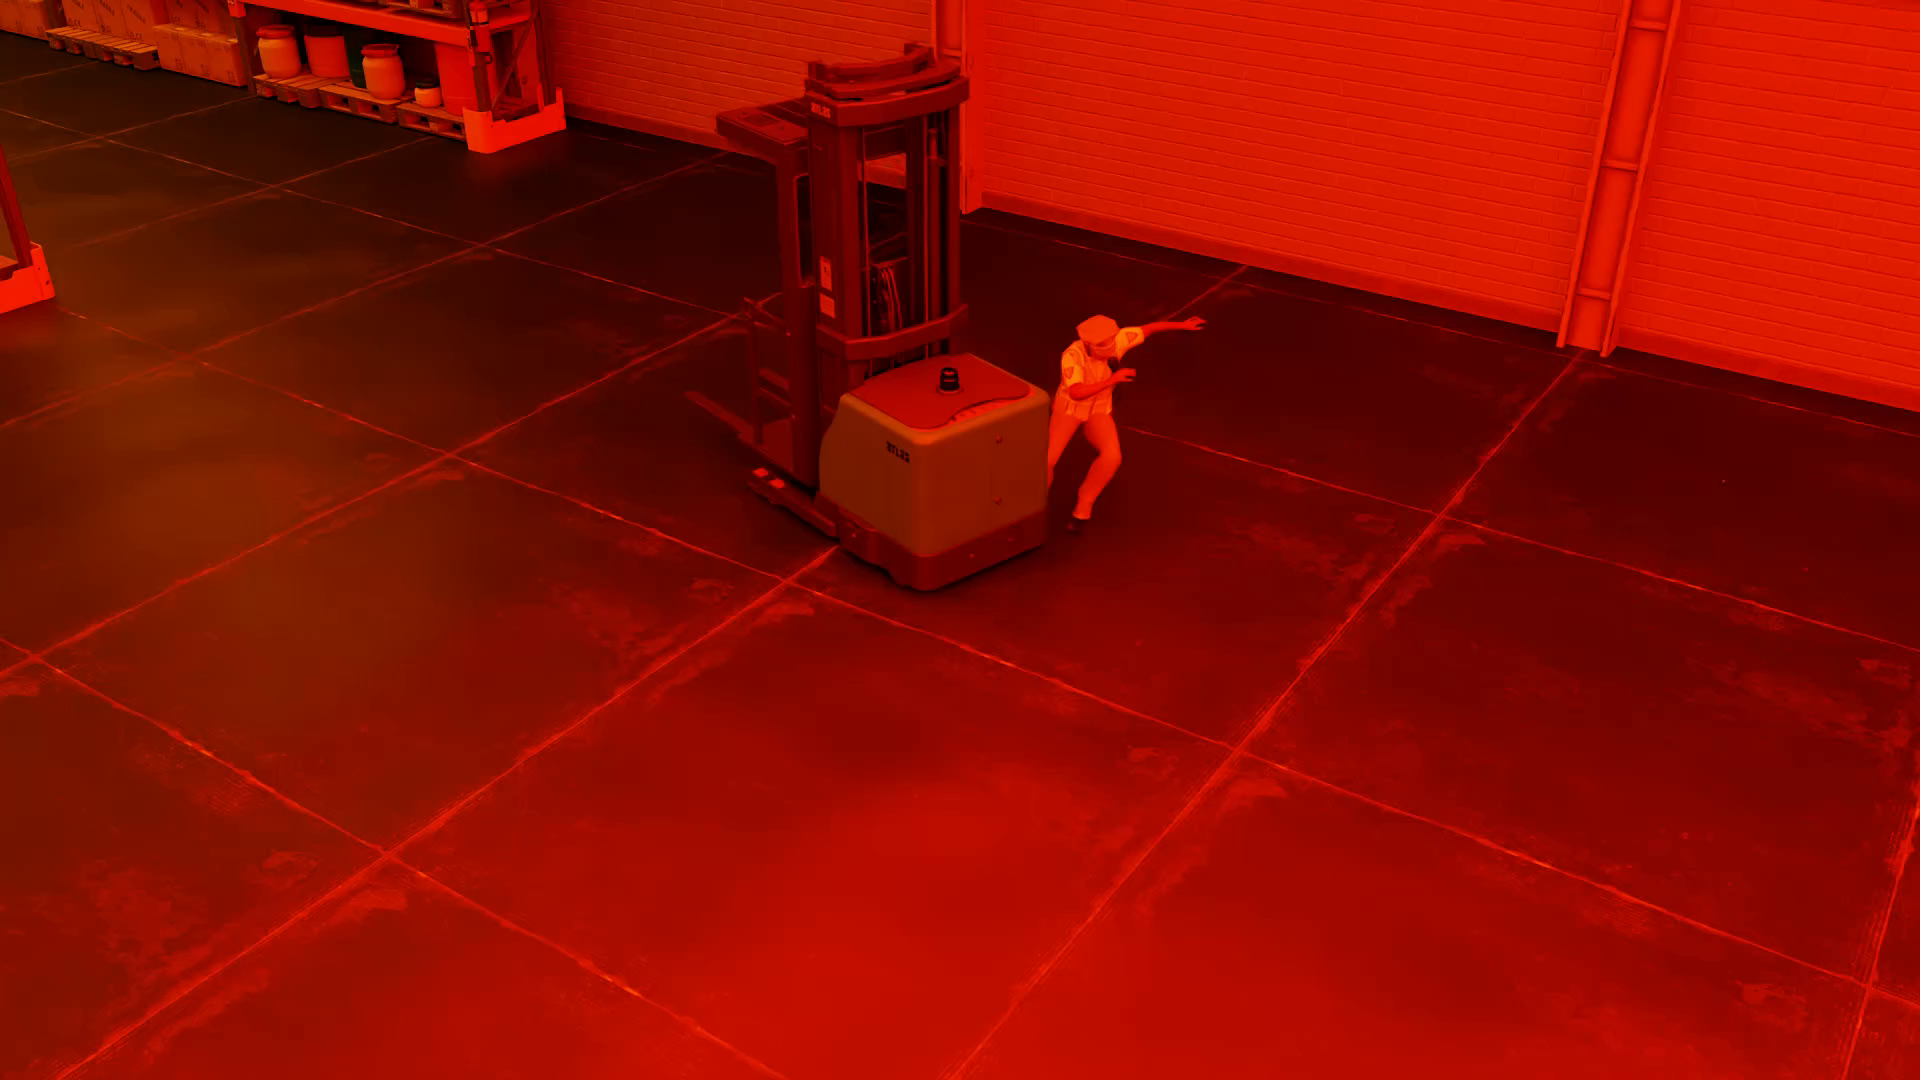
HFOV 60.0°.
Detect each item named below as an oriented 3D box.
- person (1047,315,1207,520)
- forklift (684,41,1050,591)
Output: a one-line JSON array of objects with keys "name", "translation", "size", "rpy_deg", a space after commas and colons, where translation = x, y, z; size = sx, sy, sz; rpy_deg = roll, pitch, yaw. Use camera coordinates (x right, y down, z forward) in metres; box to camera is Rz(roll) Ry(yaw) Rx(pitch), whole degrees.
[{"name": "person", "translation": [0.948, -0.784, 10.535], "size": [1.410, 1.363, 0.709], "rpy_deg": [-9, 31, -15]}, {"name": "forklift", "translation": [-0.762, -1.639, 10.404], "size": [1.130, 2.935, 3.031], "rpy_deg": [-22, 37, -33]}]
